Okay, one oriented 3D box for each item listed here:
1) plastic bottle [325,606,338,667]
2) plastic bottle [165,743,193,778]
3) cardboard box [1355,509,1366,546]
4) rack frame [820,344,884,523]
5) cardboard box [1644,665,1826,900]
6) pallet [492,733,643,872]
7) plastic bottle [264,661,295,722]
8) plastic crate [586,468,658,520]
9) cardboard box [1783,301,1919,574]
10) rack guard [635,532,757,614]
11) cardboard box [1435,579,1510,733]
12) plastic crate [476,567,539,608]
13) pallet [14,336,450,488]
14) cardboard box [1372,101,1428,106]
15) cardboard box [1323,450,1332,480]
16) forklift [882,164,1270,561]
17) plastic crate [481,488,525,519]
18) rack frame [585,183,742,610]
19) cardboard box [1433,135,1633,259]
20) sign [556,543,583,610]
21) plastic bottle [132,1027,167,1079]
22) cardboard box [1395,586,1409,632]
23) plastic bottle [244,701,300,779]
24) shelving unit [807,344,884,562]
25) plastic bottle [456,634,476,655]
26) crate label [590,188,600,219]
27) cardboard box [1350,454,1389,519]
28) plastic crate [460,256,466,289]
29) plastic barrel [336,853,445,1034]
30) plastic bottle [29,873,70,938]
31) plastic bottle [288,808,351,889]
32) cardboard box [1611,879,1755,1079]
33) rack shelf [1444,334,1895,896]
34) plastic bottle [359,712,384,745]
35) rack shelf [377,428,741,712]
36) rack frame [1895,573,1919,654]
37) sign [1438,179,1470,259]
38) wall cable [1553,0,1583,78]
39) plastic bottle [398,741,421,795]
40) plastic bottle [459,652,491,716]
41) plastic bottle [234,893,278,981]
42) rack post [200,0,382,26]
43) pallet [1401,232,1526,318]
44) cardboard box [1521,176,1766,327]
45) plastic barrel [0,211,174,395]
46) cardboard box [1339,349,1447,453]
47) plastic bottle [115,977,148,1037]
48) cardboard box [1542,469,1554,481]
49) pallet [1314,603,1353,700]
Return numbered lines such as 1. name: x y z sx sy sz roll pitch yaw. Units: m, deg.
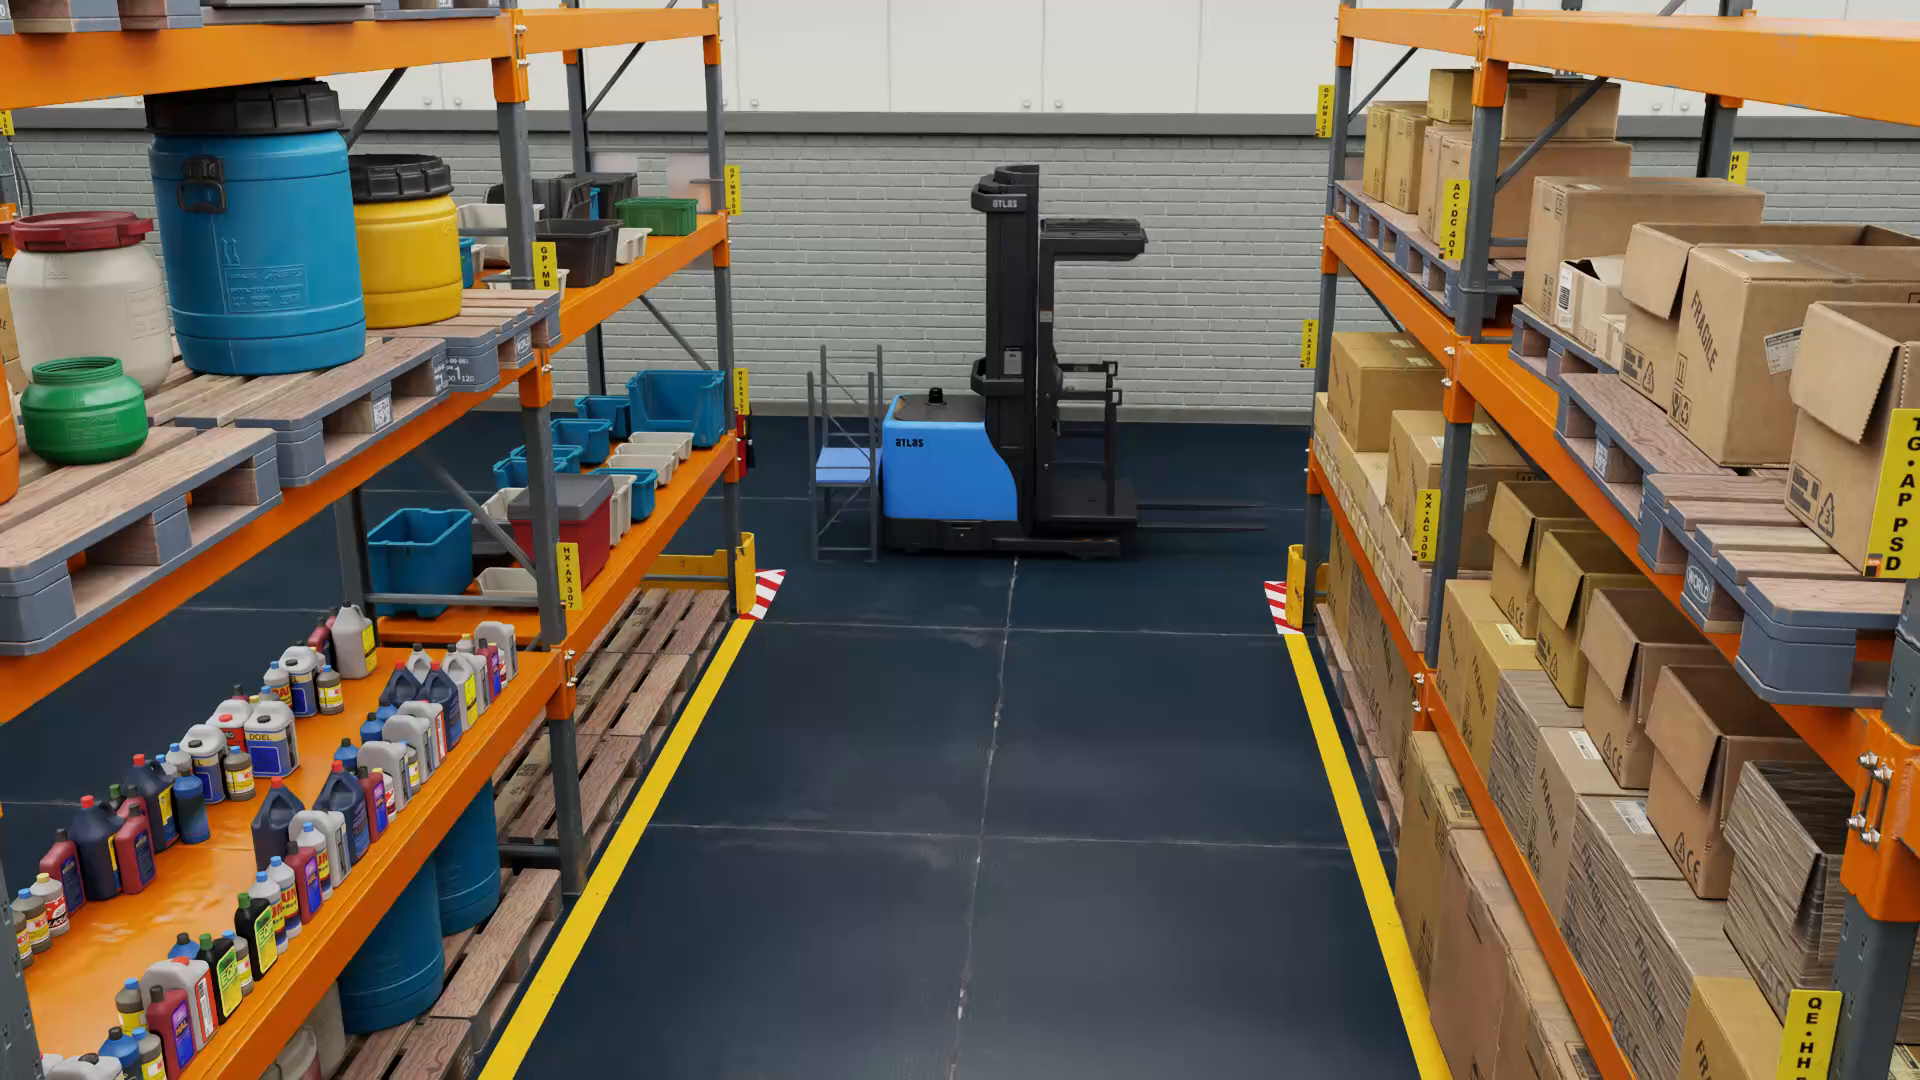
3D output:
1. plastic bottle: -2.797 0.447 7.429 0.061 0.283 0.133 1 18 4
2. plastic bottle: -2.877 0.879 6.131 0.097 0.271 0.097 0 18 0
3. cardboard box: 2.401 -0.063 9.202 0.380 0.149 0.250 2 18 5
4. rack frame: -0.877 -0.862 13.645 0.500 1.500 0.032 0 18 1
5. cardboard box: 2.426 0.687 4.738 0.797 0.503 0.637 2 18 5
6. pallet: -2.331 1.383 8.863 1.003 0.211 1.213 1 18 4
7. plastic bottle: -2.820 0.633 6.882 0.097 0.271 0.097 0 18 0
8. plastic crate: -1.950 -0.261 9.574 0.416 0.233 0.300 1 18 4
9. cardboard box: 2.280 -0.225 3.635 0.797 0.503 0.637 2 18 7
10. rack guard: -2.070 0.225 11.934 1.175 0.500 0.348 1 18 4
11. cardboard box: 2.313 0.487 6.958 0.500 0.500 0.500 1 18 4
12. plastic crate: -2.169 0.243 8.193 0.396 0.136 0.243 1 18 4
13. pallet: -2.382 -0.451 5.467 1.003 0.211 1.213 1 18 4
14. cardboard box: 2.898 -2.402 10.123 0.700 0.500 0.500 0 18 1
15. cardboard box: 2.492 -0.463 10.423 0.380 0.149 0.250 1 18 3
16. forklift: 0.924 -1.402 12.993 3.031 2.935 1.130 1 18 3
17. plastic crate: -2.520 -0.164 9.432 0.293 0.136 0.466 1 18 4
18. rack frame: -2.058 -0.955 11.521 1.000 3.000 0.127 1 18 4
19. cardboard box: 2.591 -1.567 7.574 0.700 0.500 0.500 0 18 1
20. sign: -1.797 0.168 7.647 0.100 0.325 0.005 1 18 4
21. plastic bottle: -2.236 1.431 4.558 0.097 0.201 0.097 0 18 0
22. cardboard box: 2.308 0.335 7.987 0.380 0.149 0.250 2 18 5
23. plastic bottle: -2.673 0.772 6.448 0.152 0.276 0.135 1 18 4
24. shelving unit: -0.885 -0.704 13.162 0.538 1.500 1.048 0 18 1
25. plastic bottle: -2.177 0.514 7.356 0.097 0.201 0.097 0 18 0
26. crate label: -2.447 -2.031 10.224 0.408 0.251 0.502 1 18 4
27. cardboard box: 2.476 -0.292 9.260 0.500 0.250 0.500 1 18 3
28. plastic crate: -2.616 -1.176 7.718 0.450 0.188 0.662 1 18 4
29. plastic barrel: -2.452 1.473 6.805 0.600 0.901 0.708 1 18 4
30. plastic bottle: -2.936 1.170 5.354 0.097 0.201 0.097 0 18 0
31. plastic bottle: -2.179 1.030 5.660 0.152 0.276 0.135 1 18 4
32. cardboard box: 2.138 1.279 4.542 0.500 0.500 0.500 1 18 3
33. rack shelf: 2.452 -0.065 5.141 1.077 0.370 4.000 1 18 4
34. plastic bottle: -2.249 0.793 6.393 0.097 0.271 0.097 0 18 0
35. rack shelf: -2.202 0.008 9.737 1.077 0.370 4.000 1 18 4
36. rack frame: 2.308 -1.211 2.667 1.000 3.000 0.127 1 18 4
37. sign: 2.041 -1.323 6.869 0.100 0.325 0.005 1 18 4
38. wall cable: 6.725 -6.903 14.873 2.277 5.999 0.120 1 18 4
39. plastic bottle: -2.104 0.860 6.301 0.097 0.201 0.097 0 18 0
40. plastic bottle: -2.077 0.589 7.007 0.152 0.276 0.135 1 18 4
41. plastic bottle: -2.174 1.202 5.126 0.061 0.283 0.133 1 18 4
42. rack post: -2.363 -1.695 4.946 0.937 0.300 0.954 3 18 10
43. pallet: 2.664 -1.239 7.714 1.003 0.211 1.213 1 18 4
44. cardboard box: 2.564 -1.094 6.294 0.700 0.500 0.500 2 18 5
45. plastic barrel: -2.655 -0.714 5.075 0.433 0.535 0.433 0 18 0
46. cardboard box: 2.511 -0.812 9.642 0.500 0.500 0.500 1 18 2
47. plastic bottle: -2.371 1.356 4.787 0.097 0.201 0.097 0 18 0
48. cardboard box: 2.884 -0.172 7.689 0.500 0.500 0.500 1 18 4
49. pallet: 2.903 0.731 10.854 1.003 0.211 1.213 1 18 4
